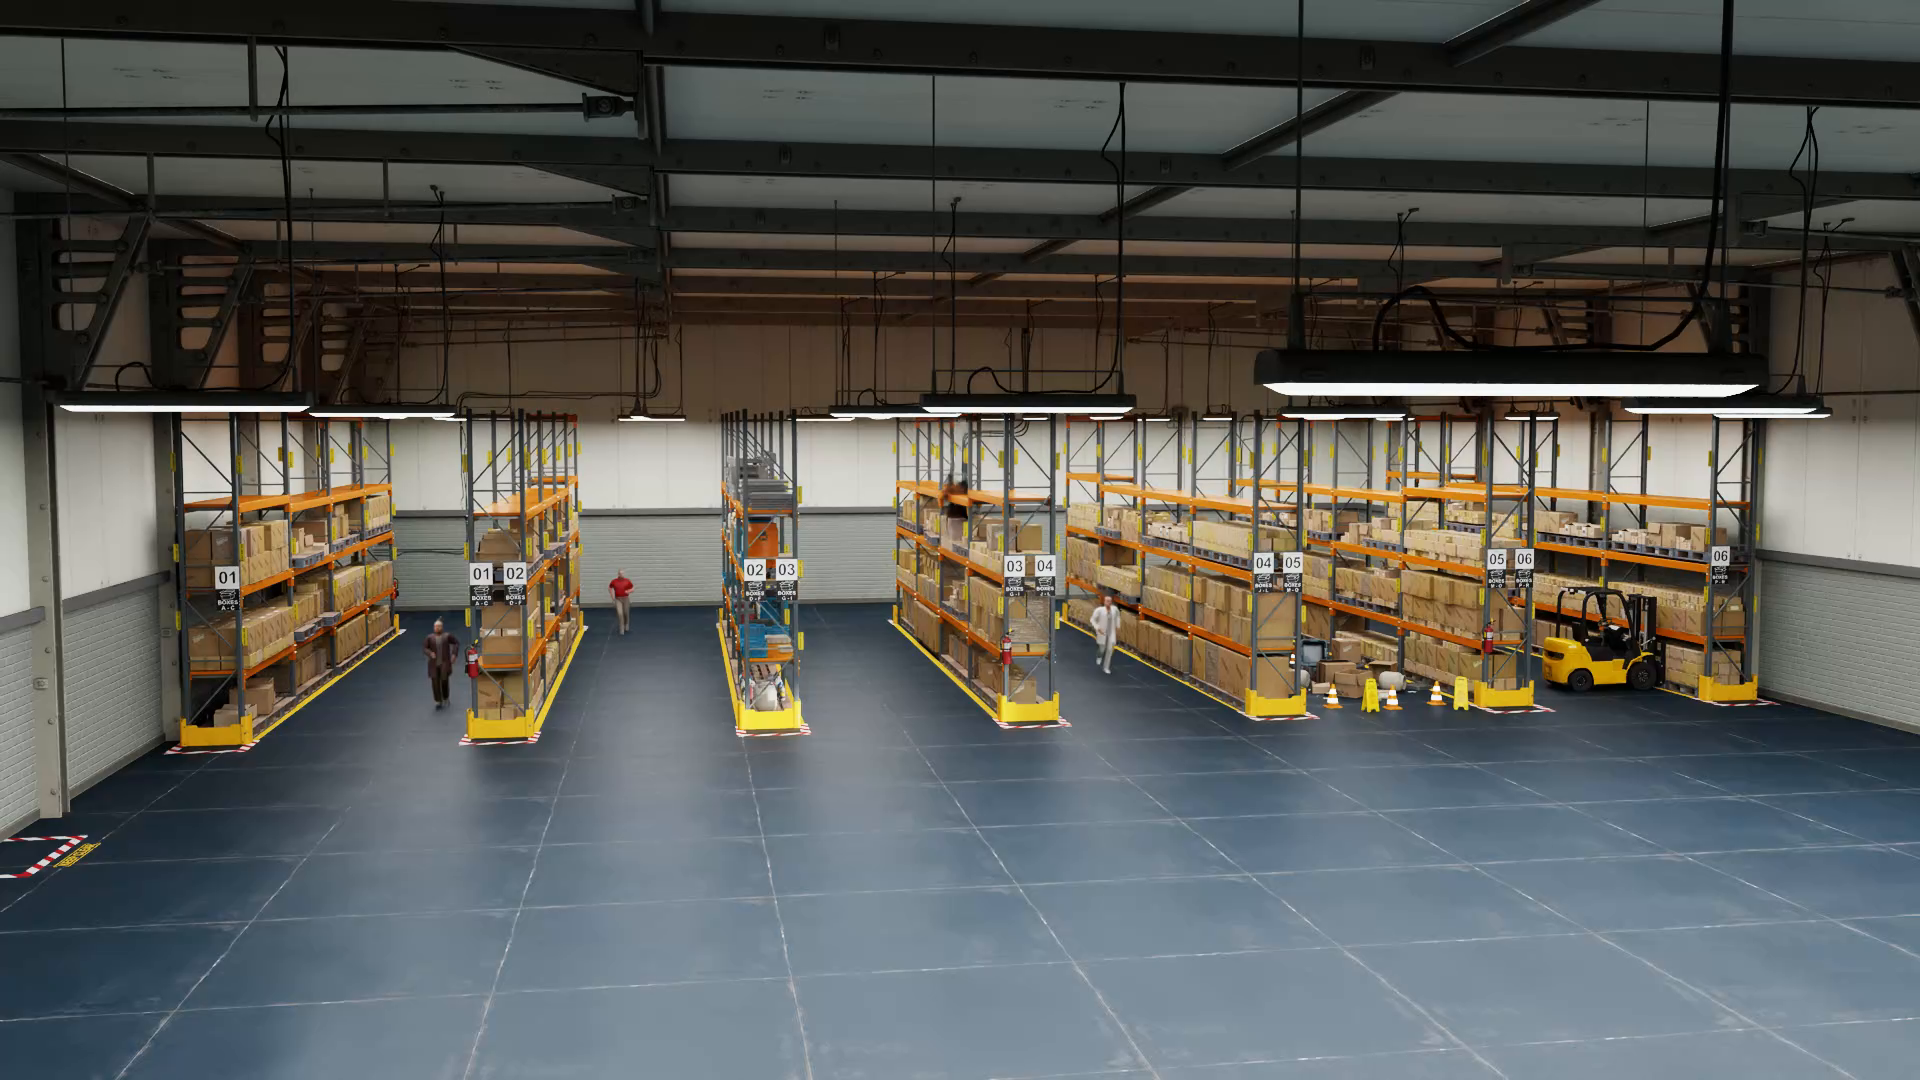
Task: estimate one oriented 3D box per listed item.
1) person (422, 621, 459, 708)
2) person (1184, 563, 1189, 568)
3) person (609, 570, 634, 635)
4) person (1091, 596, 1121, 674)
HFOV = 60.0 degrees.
[{"bbox_3d":[-10.445,2.508,33.399,0.684,1.763,0.765,-1,4,-10],"label":"person"},{"bbox_3d":[7.033,1.326,51.558,0.638,1.595,0.517,-2,5,-30],"label":"person"},{"bbox_3d":[-9.256,1.691,45.506,0.669,1.752,0.883,-1,4,-16],"label":"person"},{"bbox_3d":[3.370,2.171,38.347,0.739,1.761,0.900,-1,4,-12],"label":"person"}]
